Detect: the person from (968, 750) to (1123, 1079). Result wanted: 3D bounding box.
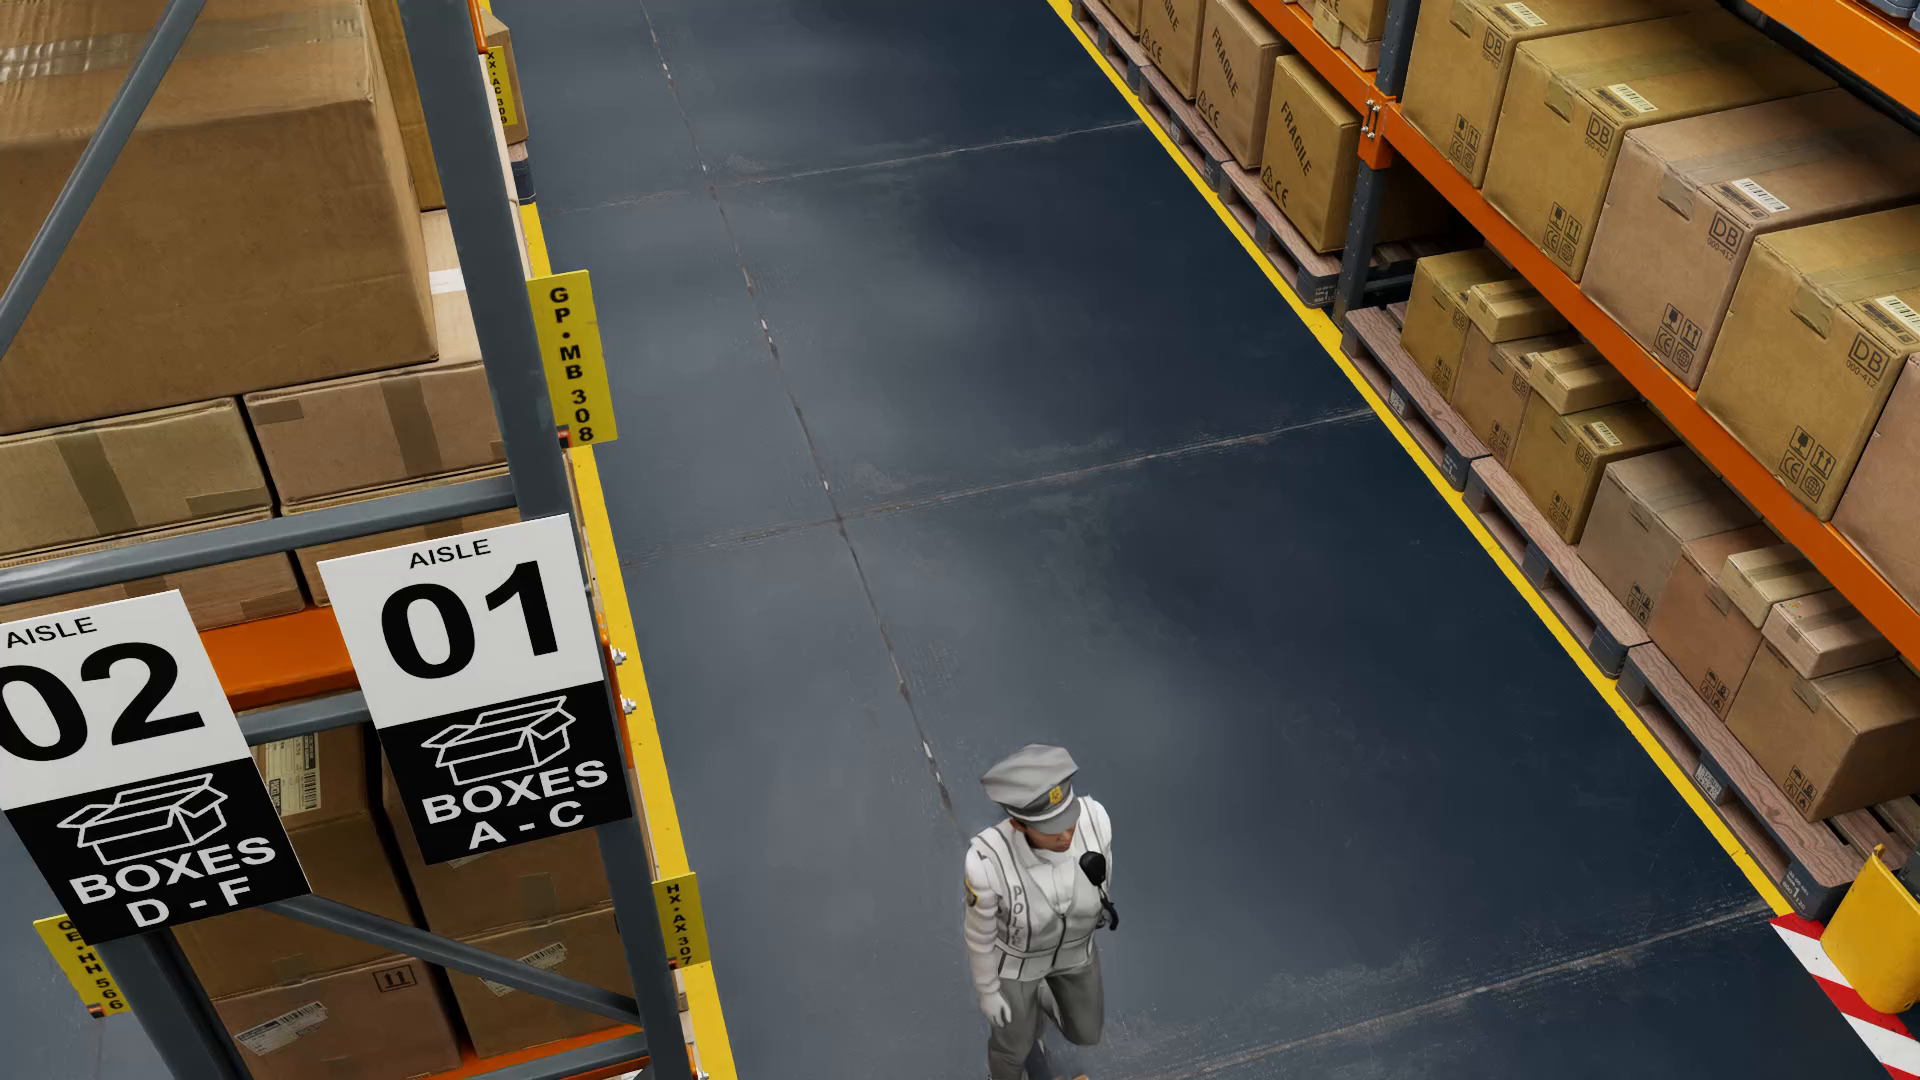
[{"bbox_3d":[0.226,1.161,4.840,0.486,1.675,0.465,-15,45,-16],"label":"person"}]
